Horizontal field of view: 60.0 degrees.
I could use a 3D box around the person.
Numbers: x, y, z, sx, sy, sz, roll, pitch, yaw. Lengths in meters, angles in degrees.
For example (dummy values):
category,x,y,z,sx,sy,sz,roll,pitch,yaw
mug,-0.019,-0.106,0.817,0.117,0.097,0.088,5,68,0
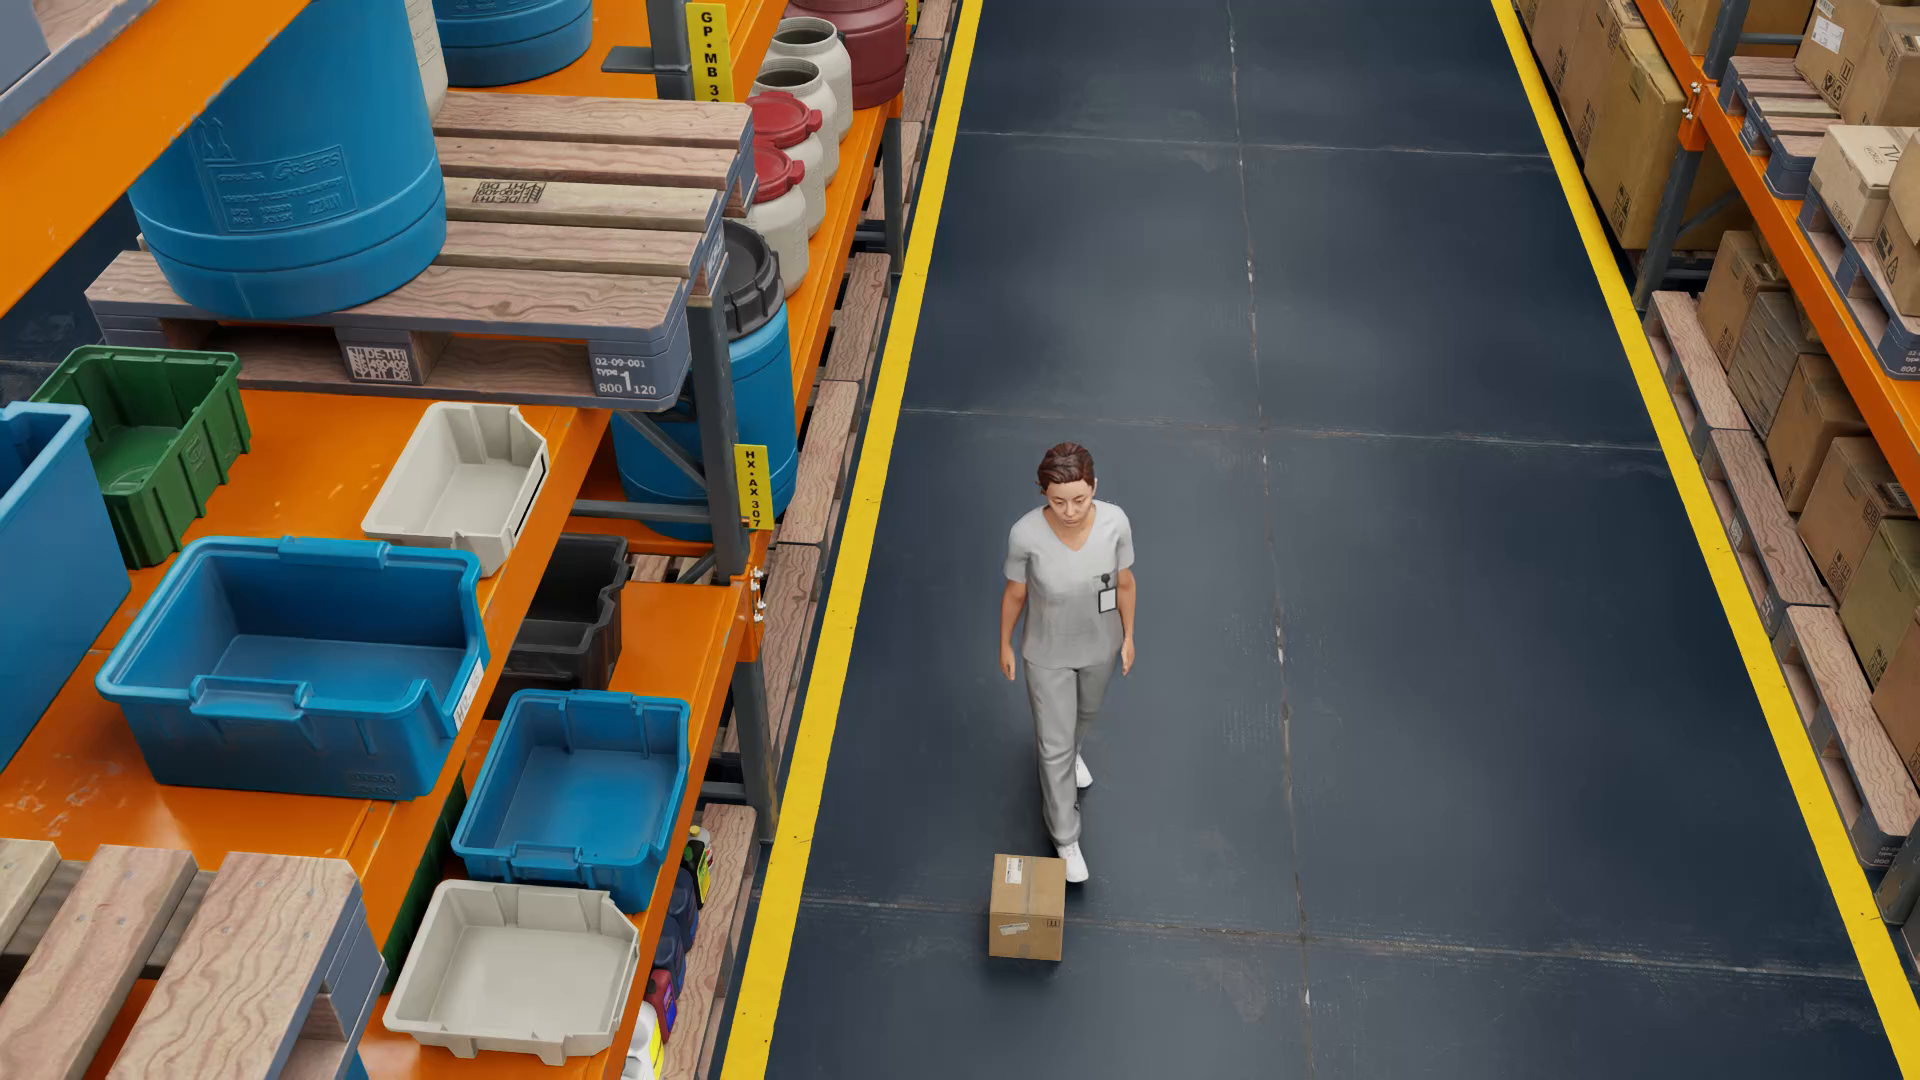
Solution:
category,x,y,z,sx,sy,sz,roll,pitch,yaw
person,0.382,0.389,5.690,0.467,1.664,0.741,-9,41,-11
